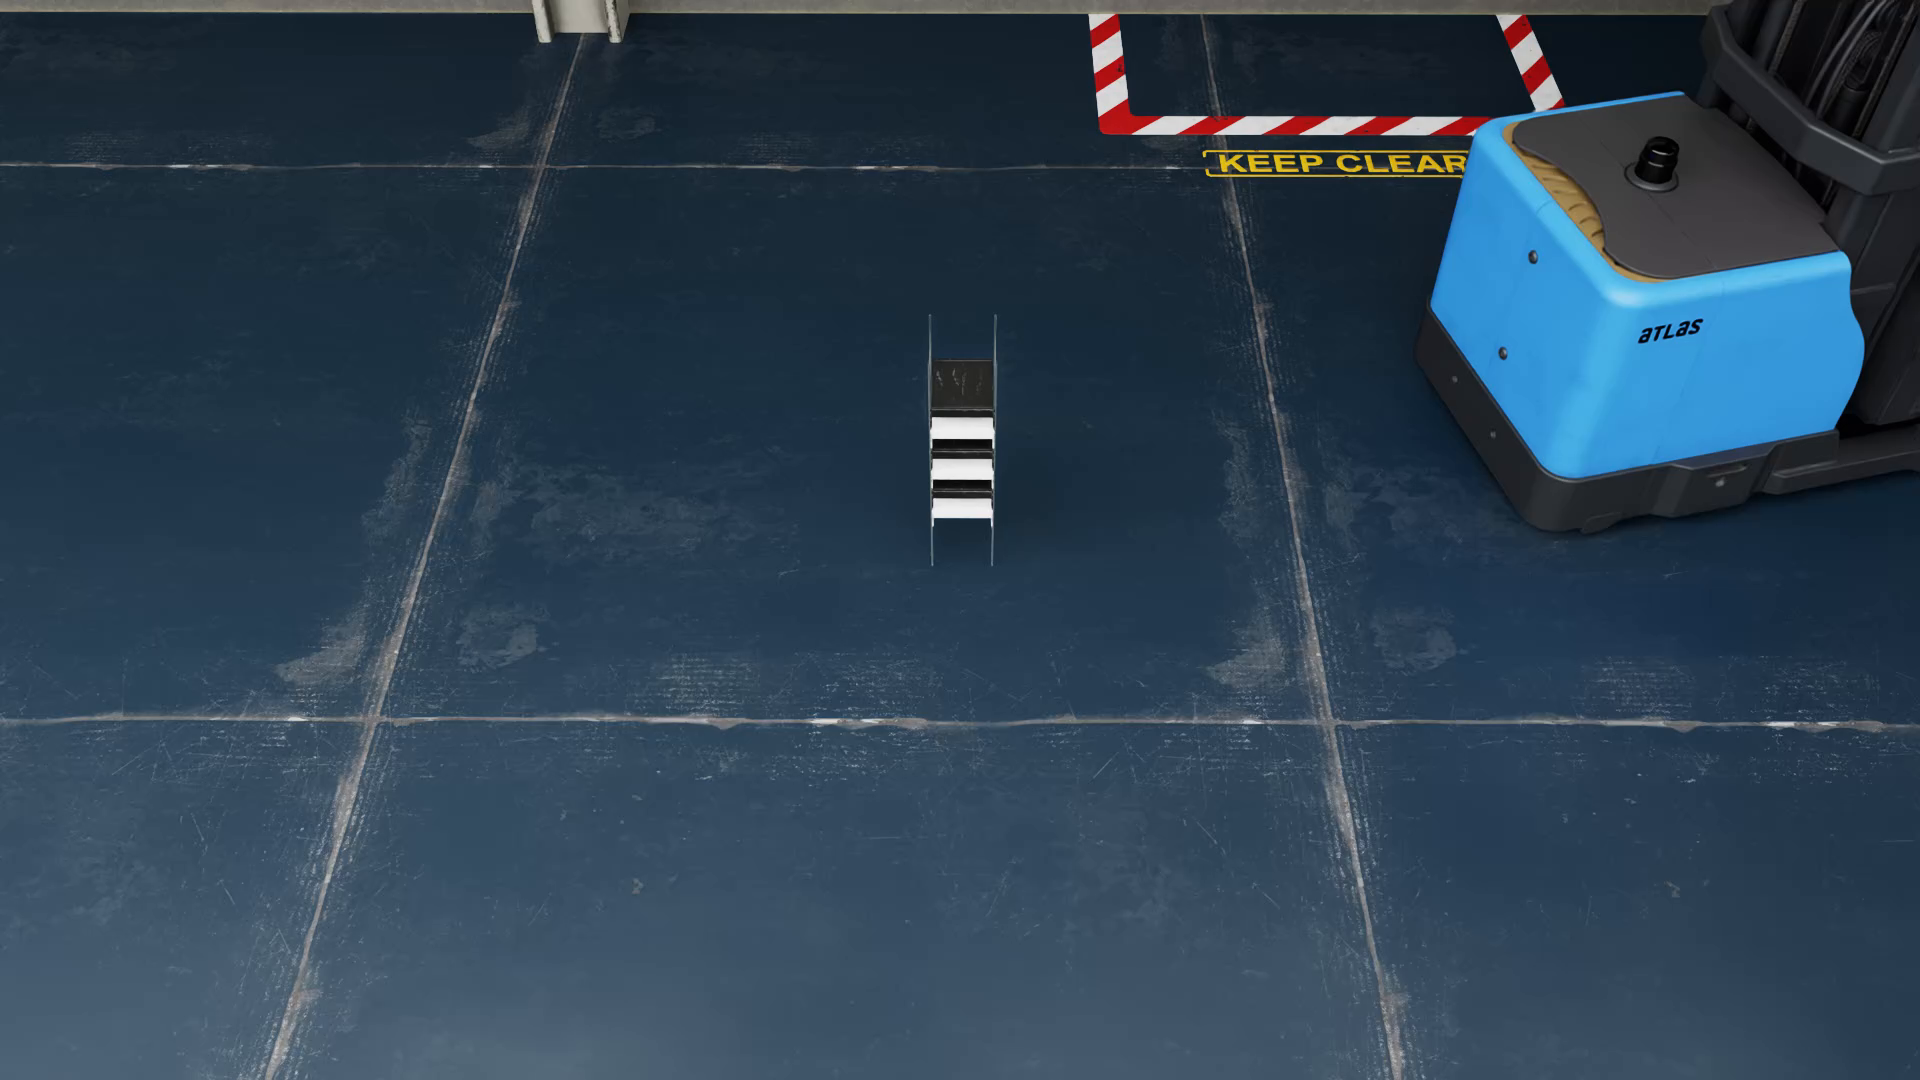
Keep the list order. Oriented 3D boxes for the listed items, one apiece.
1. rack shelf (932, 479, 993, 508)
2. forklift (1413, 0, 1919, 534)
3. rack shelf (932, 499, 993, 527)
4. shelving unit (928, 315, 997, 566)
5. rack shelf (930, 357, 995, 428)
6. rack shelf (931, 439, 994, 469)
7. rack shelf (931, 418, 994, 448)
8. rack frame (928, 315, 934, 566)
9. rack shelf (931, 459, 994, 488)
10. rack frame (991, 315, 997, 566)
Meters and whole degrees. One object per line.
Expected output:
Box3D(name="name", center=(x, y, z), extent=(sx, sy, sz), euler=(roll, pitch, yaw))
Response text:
Box3D(name="rack shelf", center=(0.008, -0.223, 5.511), extent=(0.200, 0.077, 0.258), euler=(0, 47, 0))
Box3D(name="forklift", center=(3.294, -1.608, 5.244), extent=(3.031, 2.935, 1.130), euler=(-11, 48, -10))
Box3D(name="rack shelf", center=(0.008, -0.161, 5.577), extent=(0.200, 0.077, 0.258), euler=(0, 47, 0))
Box3D(name="shelving unit", center=(0.008, -0.307, 5.421), extent=(0.210, 0.900, 0.258), euler=(0, 47, 0))
Box3D(name="rack shelf", center=(0.008, -0.468, 5.247), extent=(0.200, 0.077, 0.258), euler=(0, 47, 0))
Box3D(name="rack shelf", center=(0.008, -0.345, 5.379), extent=(0.200, 0.077, 0.258), euler=(0, 47, 0))
Box3D(name="rack shelf", center=(0.008, -0.406, 5.313), extent=(0.200, 0.077, 0.258), euler=(0, 47, 0))
Box3D(name="rack frame", center=(-0.094, -0.307, 5.421), extent=(0.006, 0.900, 0.240), euler=(0, 47, 0))
Box3D(name="rack shelf", center=(0.008, -0.284, 5.445), extent=(0.200, 0.077, 0.258), euler=(0, 47, 0))
Box3D(name="rack frame", center=(0.110, -0.306, 5.420), extent=(0.006, 0.900, 0.240), euler=(0, 47, 0))
